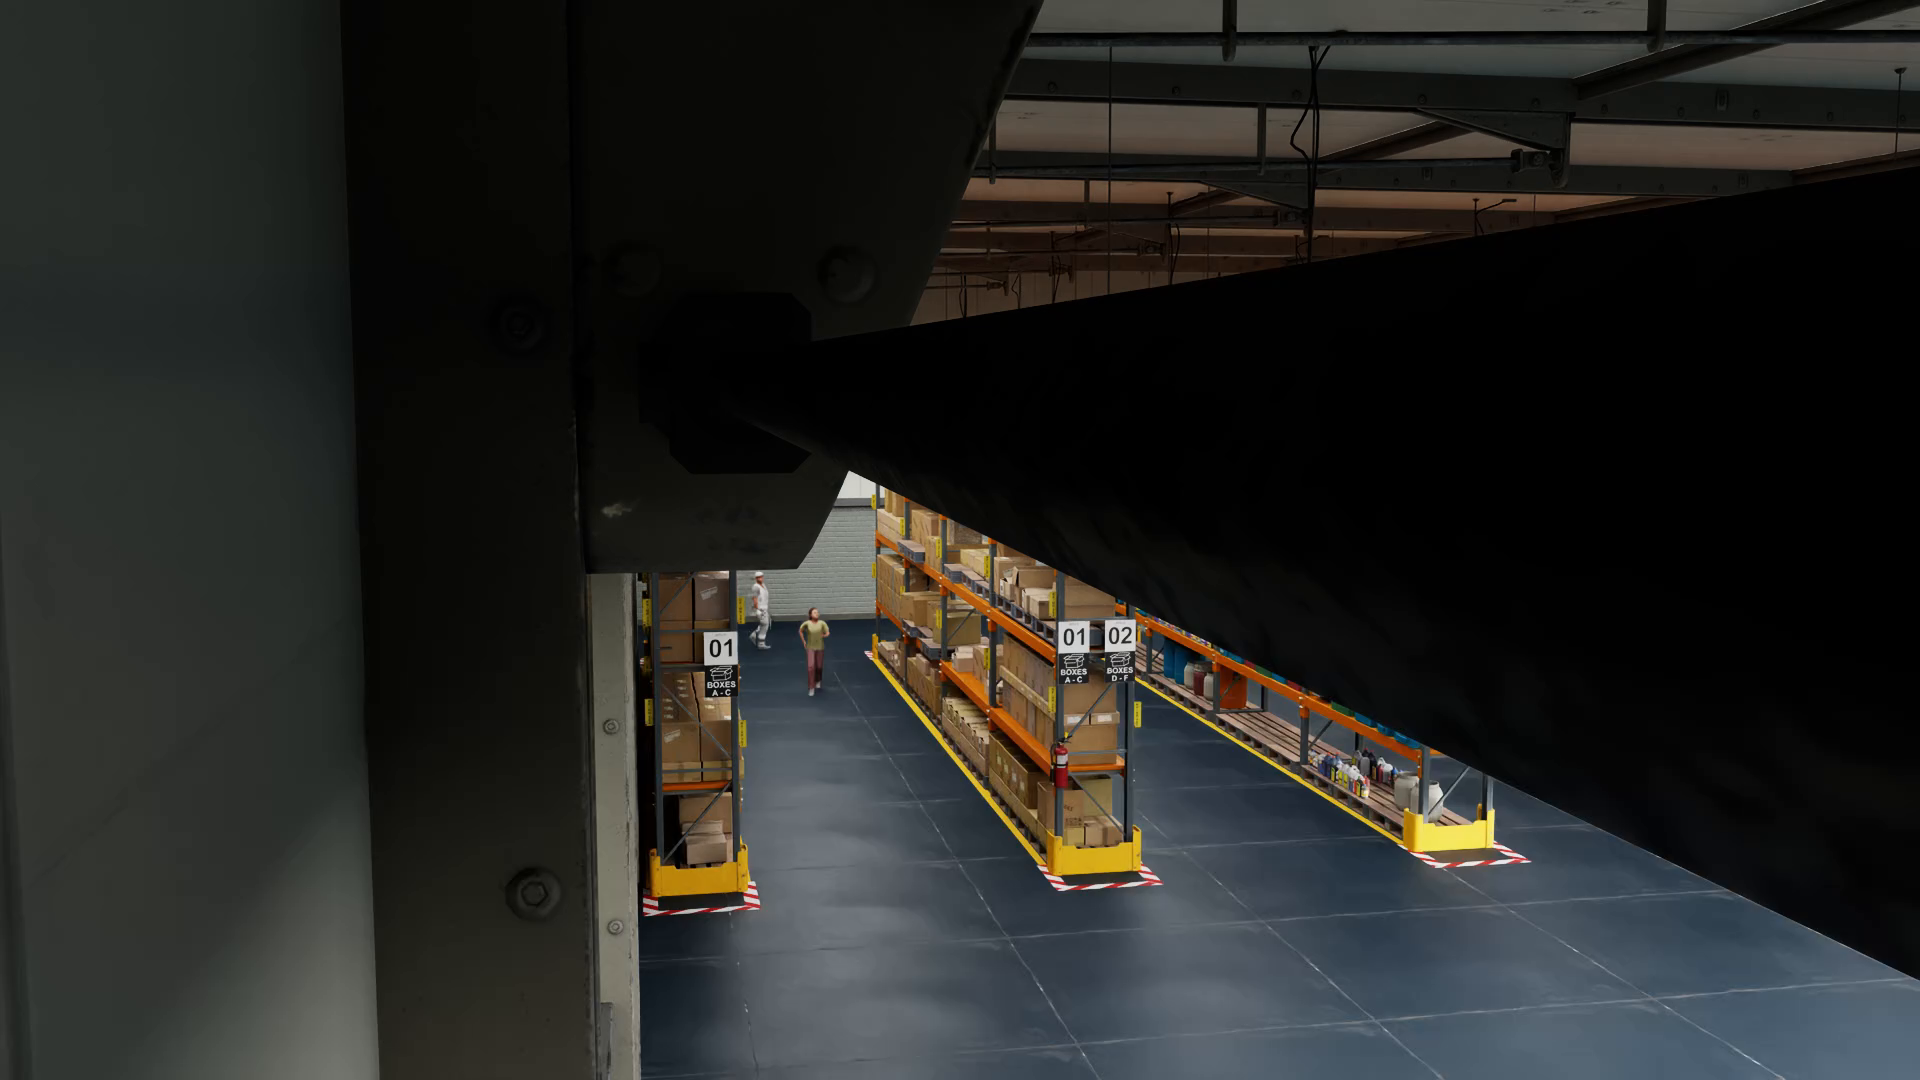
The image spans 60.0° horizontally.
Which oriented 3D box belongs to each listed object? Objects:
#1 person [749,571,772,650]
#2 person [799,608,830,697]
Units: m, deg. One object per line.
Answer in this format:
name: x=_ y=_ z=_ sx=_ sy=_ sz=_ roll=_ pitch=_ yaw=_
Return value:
person: x=-4.511 y=1.582 z=37.486 sx=0.523 sy=1.773 sz=0.554 roll=-1 pitch=6 yaw=-6
person: x=-2.843 y=2.165 z=32.584 sx=0.611 sy=1.703 sz=0.833 roll=-1 pitch=6 yaw=-7
